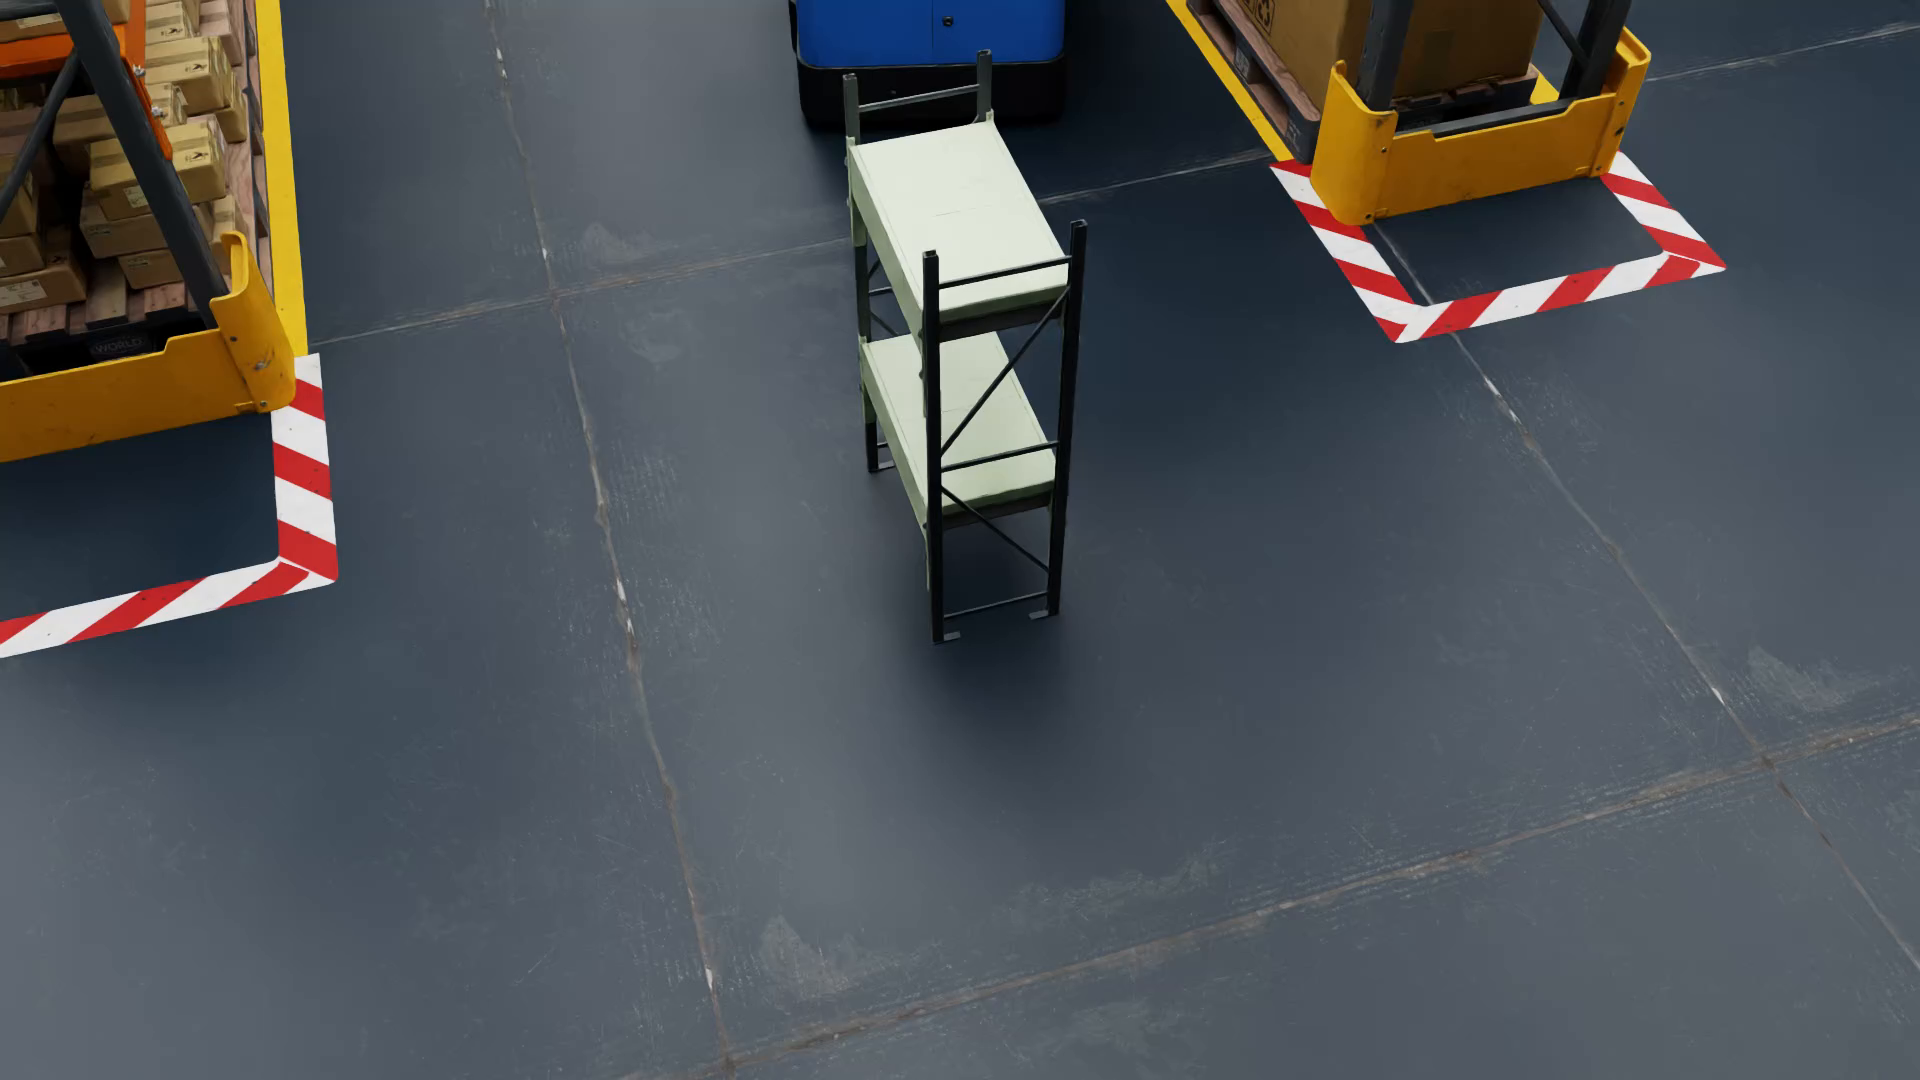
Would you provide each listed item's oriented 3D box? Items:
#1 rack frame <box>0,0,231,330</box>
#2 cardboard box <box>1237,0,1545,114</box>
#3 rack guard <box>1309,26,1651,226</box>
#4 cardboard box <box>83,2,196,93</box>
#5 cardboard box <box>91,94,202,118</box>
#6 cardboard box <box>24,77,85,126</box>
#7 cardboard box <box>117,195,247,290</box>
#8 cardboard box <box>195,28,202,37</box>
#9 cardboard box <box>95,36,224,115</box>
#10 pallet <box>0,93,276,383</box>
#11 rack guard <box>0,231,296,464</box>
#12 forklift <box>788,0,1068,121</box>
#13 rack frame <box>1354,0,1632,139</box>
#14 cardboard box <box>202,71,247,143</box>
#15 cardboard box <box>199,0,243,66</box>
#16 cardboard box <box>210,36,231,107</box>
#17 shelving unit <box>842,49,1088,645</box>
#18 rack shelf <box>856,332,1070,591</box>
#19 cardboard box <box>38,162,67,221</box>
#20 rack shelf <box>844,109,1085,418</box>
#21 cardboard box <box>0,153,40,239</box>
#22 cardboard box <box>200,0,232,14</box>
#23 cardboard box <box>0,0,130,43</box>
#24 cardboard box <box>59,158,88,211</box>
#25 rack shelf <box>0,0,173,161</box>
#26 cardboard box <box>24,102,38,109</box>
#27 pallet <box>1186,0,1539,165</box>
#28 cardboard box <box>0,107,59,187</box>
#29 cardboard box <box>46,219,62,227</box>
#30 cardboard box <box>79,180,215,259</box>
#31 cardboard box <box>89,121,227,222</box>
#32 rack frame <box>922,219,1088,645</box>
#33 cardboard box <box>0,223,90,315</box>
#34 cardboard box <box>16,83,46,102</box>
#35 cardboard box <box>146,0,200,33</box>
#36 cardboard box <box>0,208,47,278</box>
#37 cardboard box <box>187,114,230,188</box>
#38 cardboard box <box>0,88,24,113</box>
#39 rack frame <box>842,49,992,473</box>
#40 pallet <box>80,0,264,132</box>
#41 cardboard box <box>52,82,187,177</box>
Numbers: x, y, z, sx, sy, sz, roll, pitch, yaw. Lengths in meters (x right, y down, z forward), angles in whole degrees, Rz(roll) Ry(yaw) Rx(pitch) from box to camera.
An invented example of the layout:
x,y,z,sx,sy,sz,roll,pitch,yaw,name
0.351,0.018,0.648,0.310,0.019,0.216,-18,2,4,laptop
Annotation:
x,y,z,sx,sy,sz,roll,pitch,yaw,name
-2.834,-1.359,4.434,1.000,3.000,0.127,-13,51,-11,rack frame
1.669,-2.306,6.347,0.875,0.875,0.875,-13,51,-11,cardboard box
1.942,-1.583,6.258,1.175,0.500,0.348,-13,51,-11,rack guard
-2.965,-1.776,5.986,0.380,0.149,0.250,-16,52,-13,cardboard box
-2.927,-1.484,5.934,0.380,0.149,0.250,-13,51,-11,cardboard box
-3.399,-1.591,6.025,0.380,0.149,0.250,-14,51,-11,cardboard box
-2.683,-1.030,5.747,0.380,0.149,0.250,-12,51,-10,cardboard box
-3.069,-1.868,6.258,0.380,0.149,0.250,-16,52,-13,cardboard box
-2.813,-1.614,5.849,0.380,0.149,0.250,-13,51,-11,cardboard box
-3.062,-1.117,6.054,1.003,0.211,1.213,-13,51,-11,pallet
-2.856,-0.609,5.436,1.175,0.500,0.348,-13,51,-11,rack guard
-0.176,-3.717,6.467,1.130,2.935,3.031,-2,50,-2,forklift
1.934,-2.407,5.317,1.000,3.000,0.127,-13,51,-11,rack frame
-2.889,-1.594,6.222,0.380,0.149,0.250,-13,51,-11,cardboard box
-3.046,-1.961,6.531,0.380,0.149,0.250,-16,52,-13,cardboard box
-2.899,-1.695,6.113,0.380,0.149,0.250,-12,51,-10,cardboard box
-0.002,-0.488,4.681,0.431,1.500,0.755,-13,51,-11,shelving unit
-0.002,-0.278,4.930,0.431,0.370,0.720,-13,51,-11,rack shelf
-3.288,-1.195,5.691,0.380,0.149,0.250,-14,51,-12,cardboard box
-0.002,-0.740,4.382,0.431,0.370,0.720,-13,51,-11,rack shelf
-3.232,-1.096,5.413,0.380,0.149,0.250,-13,51,-11,cardboard box
-3.153,-2.157,6.697,0.380,0.149,0.250,-13,51,-11,cardboard box
-2.616,-1.589,4.792,0.380,0.149,0.250,-14,51,-11,cardboard box
-3.357,-1.290,5.966,0.380,0.149,0.250,-14,51,-11,cardboard box
-3.425,-2.588,5.940,1.077,0.370,4.000,-13,51,-11,rack shelf
-3.418,-1.371,5.840,0.380,0.149,0.250,-15,52,-12,cardboard box
1.623,-2.074,6.860,1.003,0.211,1.213,-13,51,-11,pallet
-3.252,-1.293,5.579,0.380,0.149,0.250,-12,51,-10,cardboard box
-3.361,-1.078,5.787,0.380,0.149,0.250,-12,51,-10,cardboard box
-2.743,-1.112,5.621,0.380,0.149,0.250,-11,51,-9,cardboard box
-2.664,-1.227,5.523,0.380,0.149,0.250,-15,52,-13,cardboard box
0.106,-0.221,4.455,0.400,1.500,0.023,-13,51,-11,rack frame
-3.188,-0.913,5.647,0.380,0.149,0.250,-13,51,-10,cardboard box
-3.466,-1.657,5.886,0.380,0.149,0.250,-15,52,-12,cardboard box
-3.038,-1.981,6.159,0.380,0.149,0.250,-12,51,-10,cardboard box
-3.262,-0.992,5.520,0.380,0.149,0.250,-15,51,-12,cardboard box
-2.770,-1.325,5.800,0.380,0.149,0.250,-14,51,-11,cardboard box
-3.450,-1.453,5.714,0.380,0.149,0.250,-14,51,-12,cardboard box
-0.110,-0.756,4.906,0.400,1.500,0.023,-13,51,-11,rack frame
-3.420,-2.006,6.803,1.003,0.211,1.213,-13,51,-11,pallet
-2.860,-1.401,5.670,0.380,0.149,0.250,-12,51,-10,cardboard box
